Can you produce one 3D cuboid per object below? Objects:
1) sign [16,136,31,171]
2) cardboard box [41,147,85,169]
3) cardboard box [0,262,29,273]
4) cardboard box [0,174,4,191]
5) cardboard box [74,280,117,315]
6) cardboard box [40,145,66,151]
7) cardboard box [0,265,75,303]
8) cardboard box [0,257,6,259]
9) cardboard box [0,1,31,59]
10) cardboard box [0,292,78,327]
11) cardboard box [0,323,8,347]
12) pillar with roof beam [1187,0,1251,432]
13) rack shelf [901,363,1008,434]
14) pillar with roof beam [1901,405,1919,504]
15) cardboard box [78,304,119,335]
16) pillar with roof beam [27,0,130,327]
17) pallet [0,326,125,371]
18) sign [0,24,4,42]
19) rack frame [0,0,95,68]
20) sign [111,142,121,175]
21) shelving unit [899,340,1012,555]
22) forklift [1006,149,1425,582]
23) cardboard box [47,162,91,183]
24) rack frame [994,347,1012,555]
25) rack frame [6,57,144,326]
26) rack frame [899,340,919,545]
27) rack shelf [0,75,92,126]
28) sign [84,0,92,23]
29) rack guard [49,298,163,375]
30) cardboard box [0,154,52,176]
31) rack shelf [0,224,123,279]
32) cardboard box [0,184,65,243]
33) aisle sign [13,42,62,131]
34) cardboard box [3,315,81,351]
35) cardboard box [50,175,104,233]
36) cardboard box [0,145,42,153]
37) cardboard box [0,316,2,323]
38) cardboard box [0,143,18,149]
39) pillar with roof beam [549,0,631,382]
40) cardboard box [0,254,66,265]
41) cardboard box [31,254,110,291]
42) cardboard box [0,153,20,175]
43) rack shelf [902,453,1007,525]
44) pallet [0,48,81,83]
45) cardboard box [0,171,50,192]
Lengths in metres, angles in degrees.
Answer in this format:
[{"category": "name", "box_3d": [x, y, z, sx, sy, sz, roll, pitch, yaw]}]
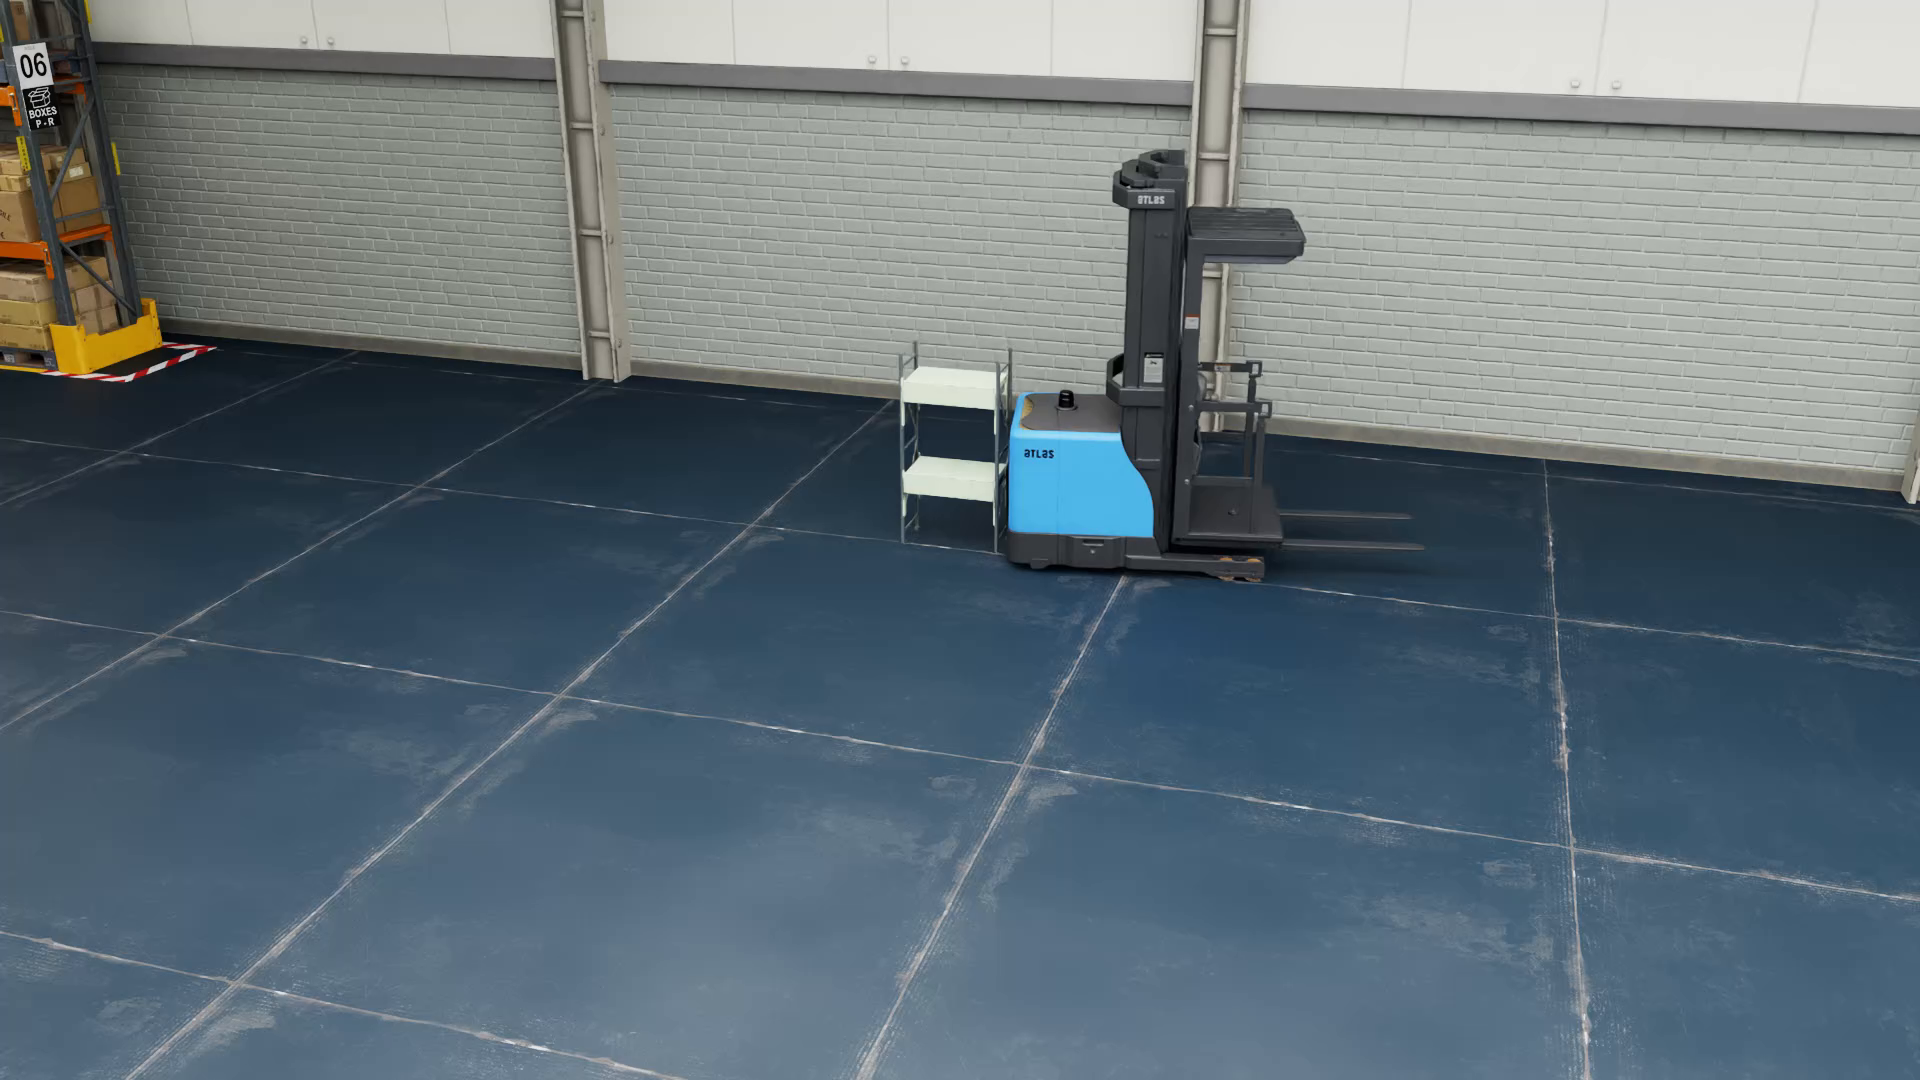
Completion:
[{"category": "sign", "box_3d": [-9.064, -3.742, 16.102, 0.005, 0.325, 0.100, 7, 23, 16]}, {"category": "cardboard box", "box_3d": [-9.154, -3.890, 16.924, 0.250, 0.149, 0.380, 6, 23, 14]}, {"category": "cardboard box", "box_3d": [-9.916, -2.668, 17.074, 0.500, 0.250, 0.500, 7, 23, 16]}, {"category": "cardboard box", "box_3d": [-9.560, -3.592, 16.588, 0.250, 0.149, 0.380, 7, 23, 16]}, {"category": "cardboard box", "box_3d": [-9.284, -2.573, 17.500, 0.500, 0.250, 0.500, 7, 23, 16]}, {"category": "cardboard box", "box_3d": [-9.391, -3.942, 17.050, 0.250, 0.149, 0.380, 7, 23, 17]}, {"category": "cardboard box", "box_3d": [-9.425, -2.614, 16.942, 0.500, 0.250, 0.500, 7, 23, 17]}, {"category": "cardboard box", "box_3d": [-10.255, -2.910, 17.665, 0.500, 0.250, 0.500, 6, 23, 15]}, {"category": "cardboard box", "box_3d": [-9.388, -4.927, 16.059, 0.500, 0.500, 0.500, 7, 23, 17]}, {"category": "cardboard box", "box_3d": [-9.451, -2.385, 17.044, 0.500, 0.250, 0.500, 6, 23, 15]}, {"category": "cardboard box", "box_3d": [-9.909, -2.209, 17.272, 0.500, 0.250, 0.500, 7, 23, 15]}, {"category": "pillar with roof beam", "box_3d": [0.944, -3.592, 9.669, 0.400, 9.000, 9.100, 7, 23, 16]}, {"category": "rack shelf", "box_3d": [-0.030, -1.054, 12.335, 0.720, 0.370, 0.431, 6, 23, 14]}, {"category": "pillar with roof beam", "box_3d": [6.689, -2.934, 8.065, 0.400, 9.000, 9.100, 7, 23, 16]}, {"category": "cardboard box", "box_3d": [-9.308, -2.339, 17.590, 0.500, 0.250, 0.500, 7, 23, 16]}, {"category": "pillar with roof beam", "box_3d": [-10.544, -4.907, 12.876, 0.400, 9.000, 9.100, 7, 23, 16]}, {"category": "pallet", "box_3d": [-9.638, -2.071, 17.540, 1.213, 0.211, 1.003, 7, 23, 16]}, {"category": "sign", "box_3d": [-9.064, -4.857, 15.644, 0.005, 0.325, 0.100, 7, 23, 16]}, {"category": "rack frame", "box_3d": [-8.894, -6.068, 15.705, 0.127, 3.000, 1.000, 7, 23, 16]}, {"category": "sign", "box_3d": [-8.728, -3.930, 17.154, 0.005, 0.325, 0.100, 7, 23, 16]}, {"category": "shelving unit", "box_3d": [-0.030, -0.693, 12.483, 0.755, 1.500, 0.431, 6, 23, 14]}, {"category": "forklift", "box_3d": [1.891, -1.266, 11.994, 3.031, 2.935, 1.130, 2, 22, 5]}, {"category": "cardboard box", "box_3d": [-9.144, -3.770, 17.022, 0.250, 0.149, 0.380, 6, 23, 14]}, {"category": "rack frame", "box_3d": [0.322, -0.656, 12.392, 0.023, 1.500, 0.400, 6, 23, 14]}, {"category": "rack frame", "box_3d": [-8.894, -3.292, 16.843, 0.127, 3.000, 1.000, 7, 23, 16]}, {"category": "rack frame", "box_3d": [-0.383, -0.730, 12.574, 0.023, 1.500, 0.400, 6, 23, 14]}, {"category": "rack shelf", "box_3d": [-10.809, -4.566, 16.945, 4.000, 0.370, 1.077, 7, 23, 16]}, {"category": "sign", "box_3d": [-8.728, -5.322, 16.583, 0.005, 0.325, 0.100, 7, 23, 16]}, {"category": "rack guard", "box_3d": [-8.871, -2.133, 17.311, 0.348, 0.500, 1.175, 7, 23, 16]}, {"category": "cardboard box", "box_3d": [-9.298, -3.739, 16.554, 0.250, 0.149, 0.380, 7, 23, 16]}, {"category": "rack shelf", "box_3d": [-10.809, -3.178, 17.514, 4.000, 0.370, 1.077, 7, 23, 16]}, {"category": "cardboard box", "box_3d": [-9.441, -3.297, 16.723, 0.500, 0.500, 0.500, 6, 23, 14]}, {"category": "aisle sign", "box_3d": [-8.916, -4.381, 16.072, 0.004, 0.787, 0.394, 7, 23, 16]}, {"category": "cardboard box", "box_3d": [-9.435, -2.151, 17.131, 0.500, 0.250, 0.500, 7, 23, 16]}, {"category": "cardboard box", "box_3d": [-9.288, -3.494, 17.203, 0.500, 0.500, 0.500, 7, 23, 17]}, {"category": "cardboard box", "box_3d": [-9.652, -3.955, 17.081, 0.250, 0.149, 0.380, 7, 23, 17]}, {"category": "cardboard box", "box_3d": [-9.928, -2.444, 17.187, 0.500, 0.250, 0.500, 6, 23, 15]}, {"category": "cardboard box", "box_3d": [-9.884, -3.988, 17.161, 0.250, 0.149, 0.380, 7, 23, 16]}, {"category": "pillar with roof beam", "box_3d": [-4.800, -4.250, 11.272, 0.400, 9.000, 9.100, 7, 23, 16]}, {"category": "cardboard box", "box_3d": [-9.779, -2.852, 17.522, 0.500, 0.250, 0.500, 7, 23, 16]}, {"category": "cardboard box", "box_3d": [-9.300, -2.798, 17.392, 0.500, 0.250, 0.500, 6, 23, 15]}, {"category": "cardboard box", "box_3d": [-9.543, -3.754, 16.592, 0.250, 0.149, 0.380, 7, 23, 16]}, {"category": "rack shelf", "box_3d": [-0.030, -0.391, 12.607, 0.720, 0.370, 0.431, 6, 23, 14]}, {"category": "pallet", "box_3d": [-9.564, -4.726, 16.503, 1.213, 0.211, 1.003, 7, 23, 16]}, {"category": "cardboard box", "box_3d": [-9.307, -3.575, 16.546, 0.250, 0.149, 0.380, 7, 23, 16]}]
